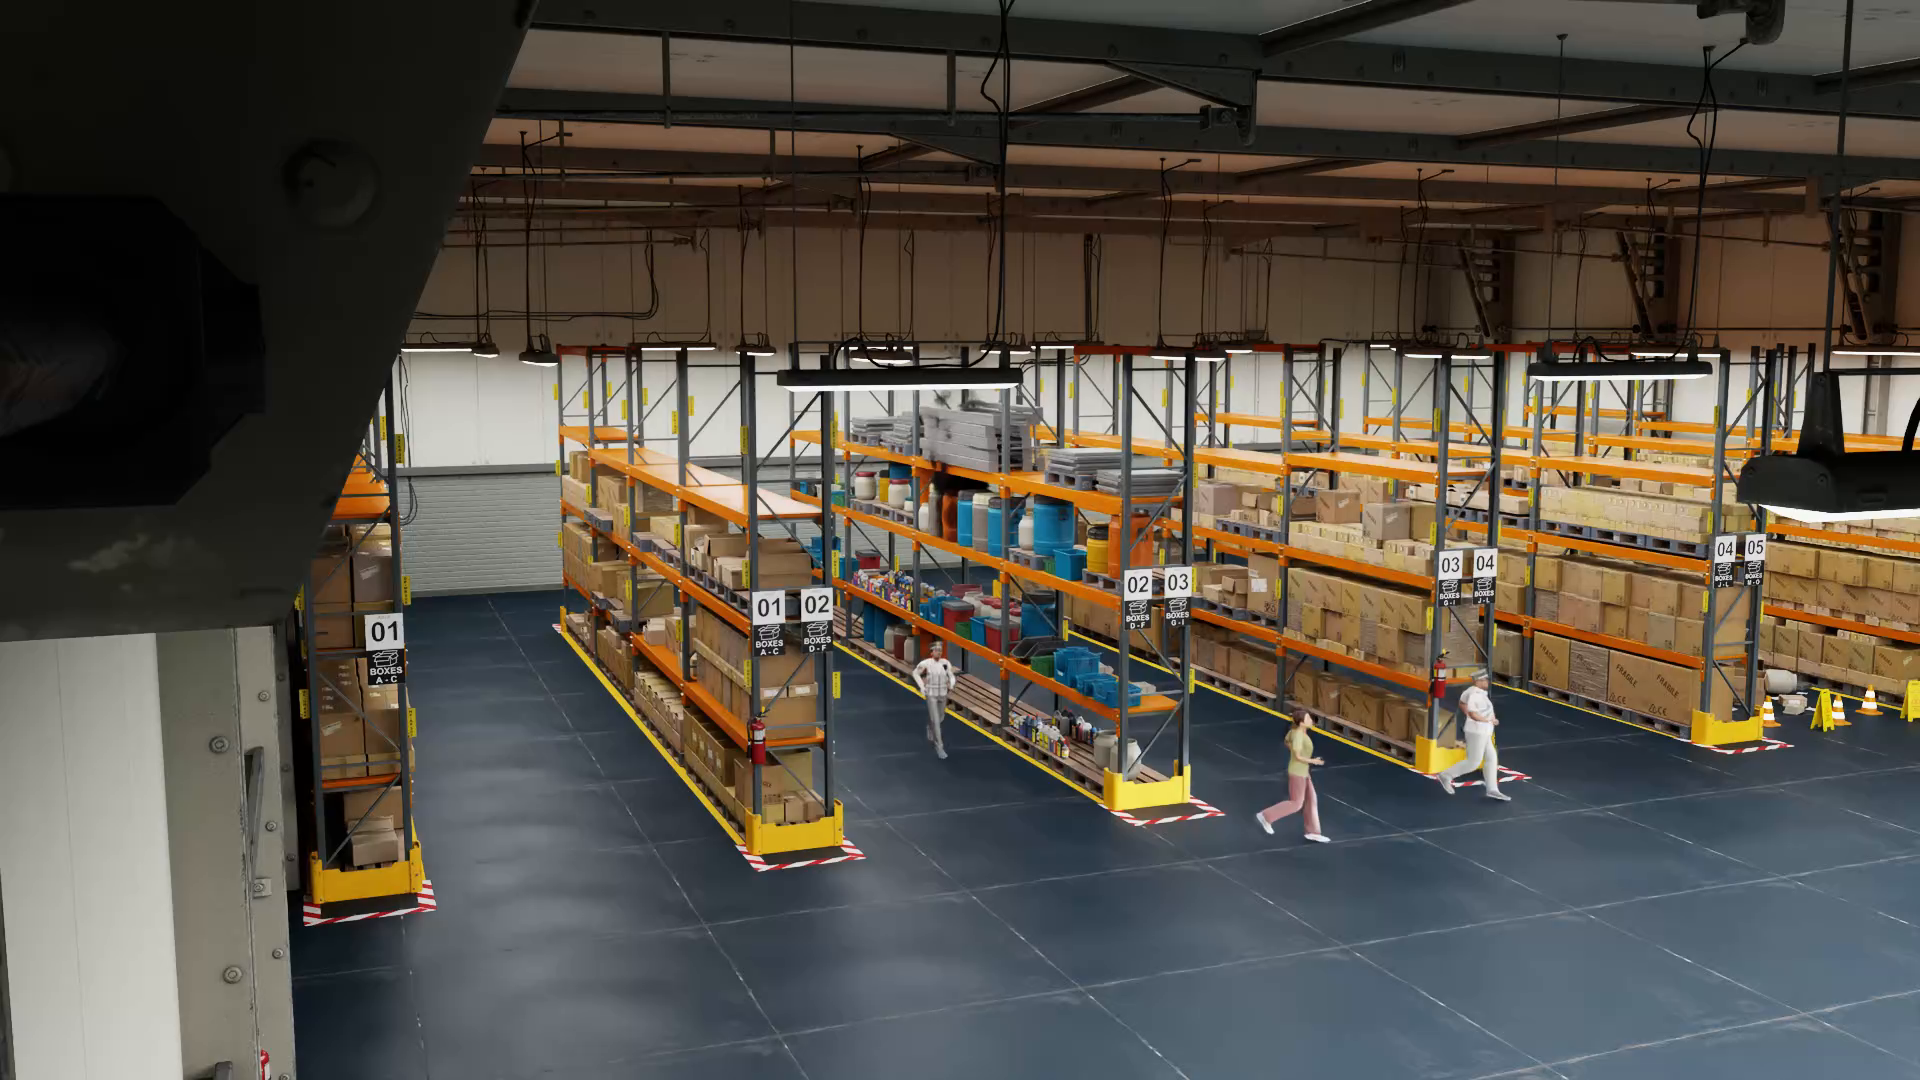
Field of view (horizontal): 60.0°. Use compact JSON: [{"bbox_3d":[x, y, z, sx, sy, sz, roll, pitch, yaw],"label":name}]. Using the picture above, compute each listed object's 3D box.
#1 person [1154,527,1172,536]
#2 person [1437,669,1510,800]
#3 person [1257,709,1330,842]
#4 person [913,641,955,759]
[{"bbox_3d":[4.899,0.326,40.884,0.667,1.648,0.530,6,9,38],"label":"person"},{"bbox_3d":[6.985,2.611,22.527,0.963,1.766,0.658,2,8,17],"label":"person"},{"bbox_3d":[4.139,2.916,20.583,0.903,1.663,0.587,1,7,9],"label":"person"},{"bbox_3d":[-0.364,2.342,24.891,0.617,1.700,0.917,-3,8,-20],"label":"person"}]
